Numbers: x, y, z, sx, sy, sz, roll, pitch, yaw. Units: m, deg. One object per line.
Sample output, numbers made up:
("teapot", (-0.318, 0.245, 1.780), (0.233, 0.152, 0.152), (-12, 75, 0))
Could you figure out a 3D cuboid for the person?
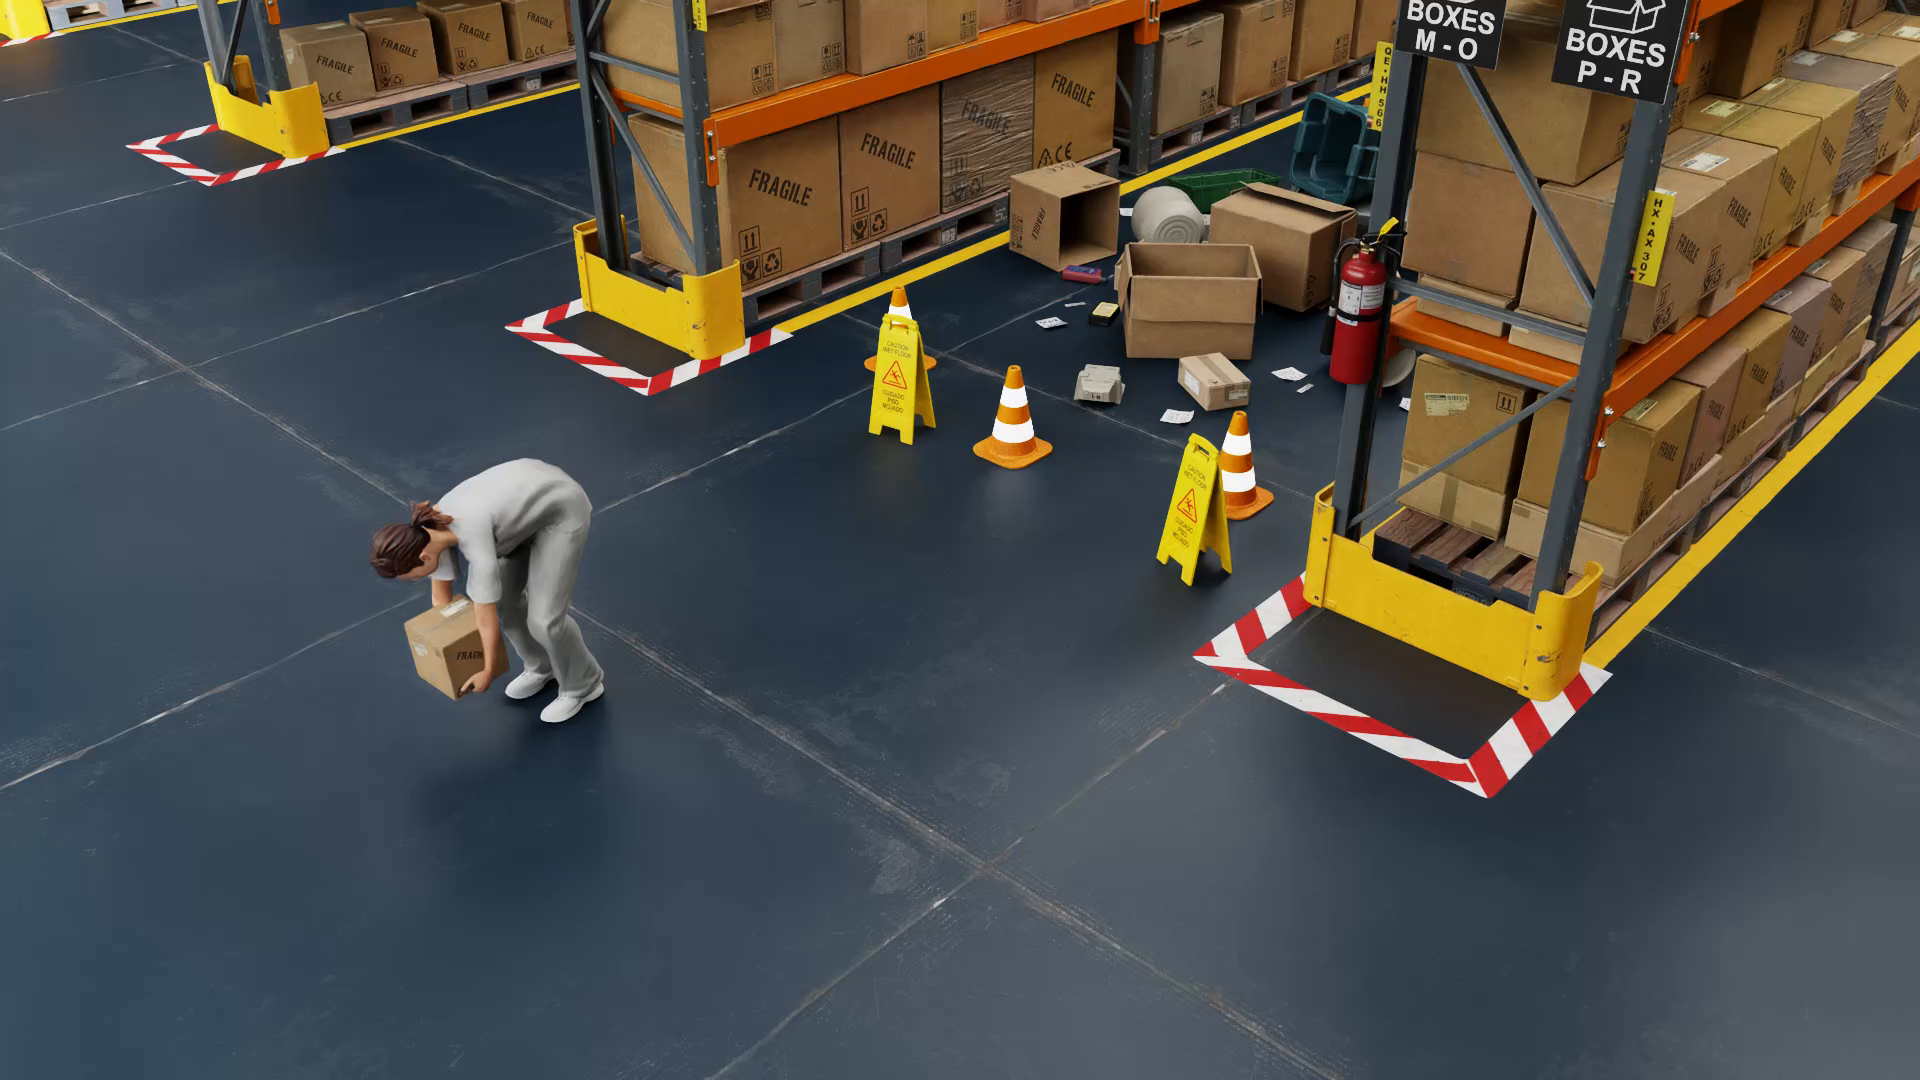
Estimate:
("person", (-1.764, 0.247, 6.297), (0.429, 1.089, 0.873), (24, 39, 33))
